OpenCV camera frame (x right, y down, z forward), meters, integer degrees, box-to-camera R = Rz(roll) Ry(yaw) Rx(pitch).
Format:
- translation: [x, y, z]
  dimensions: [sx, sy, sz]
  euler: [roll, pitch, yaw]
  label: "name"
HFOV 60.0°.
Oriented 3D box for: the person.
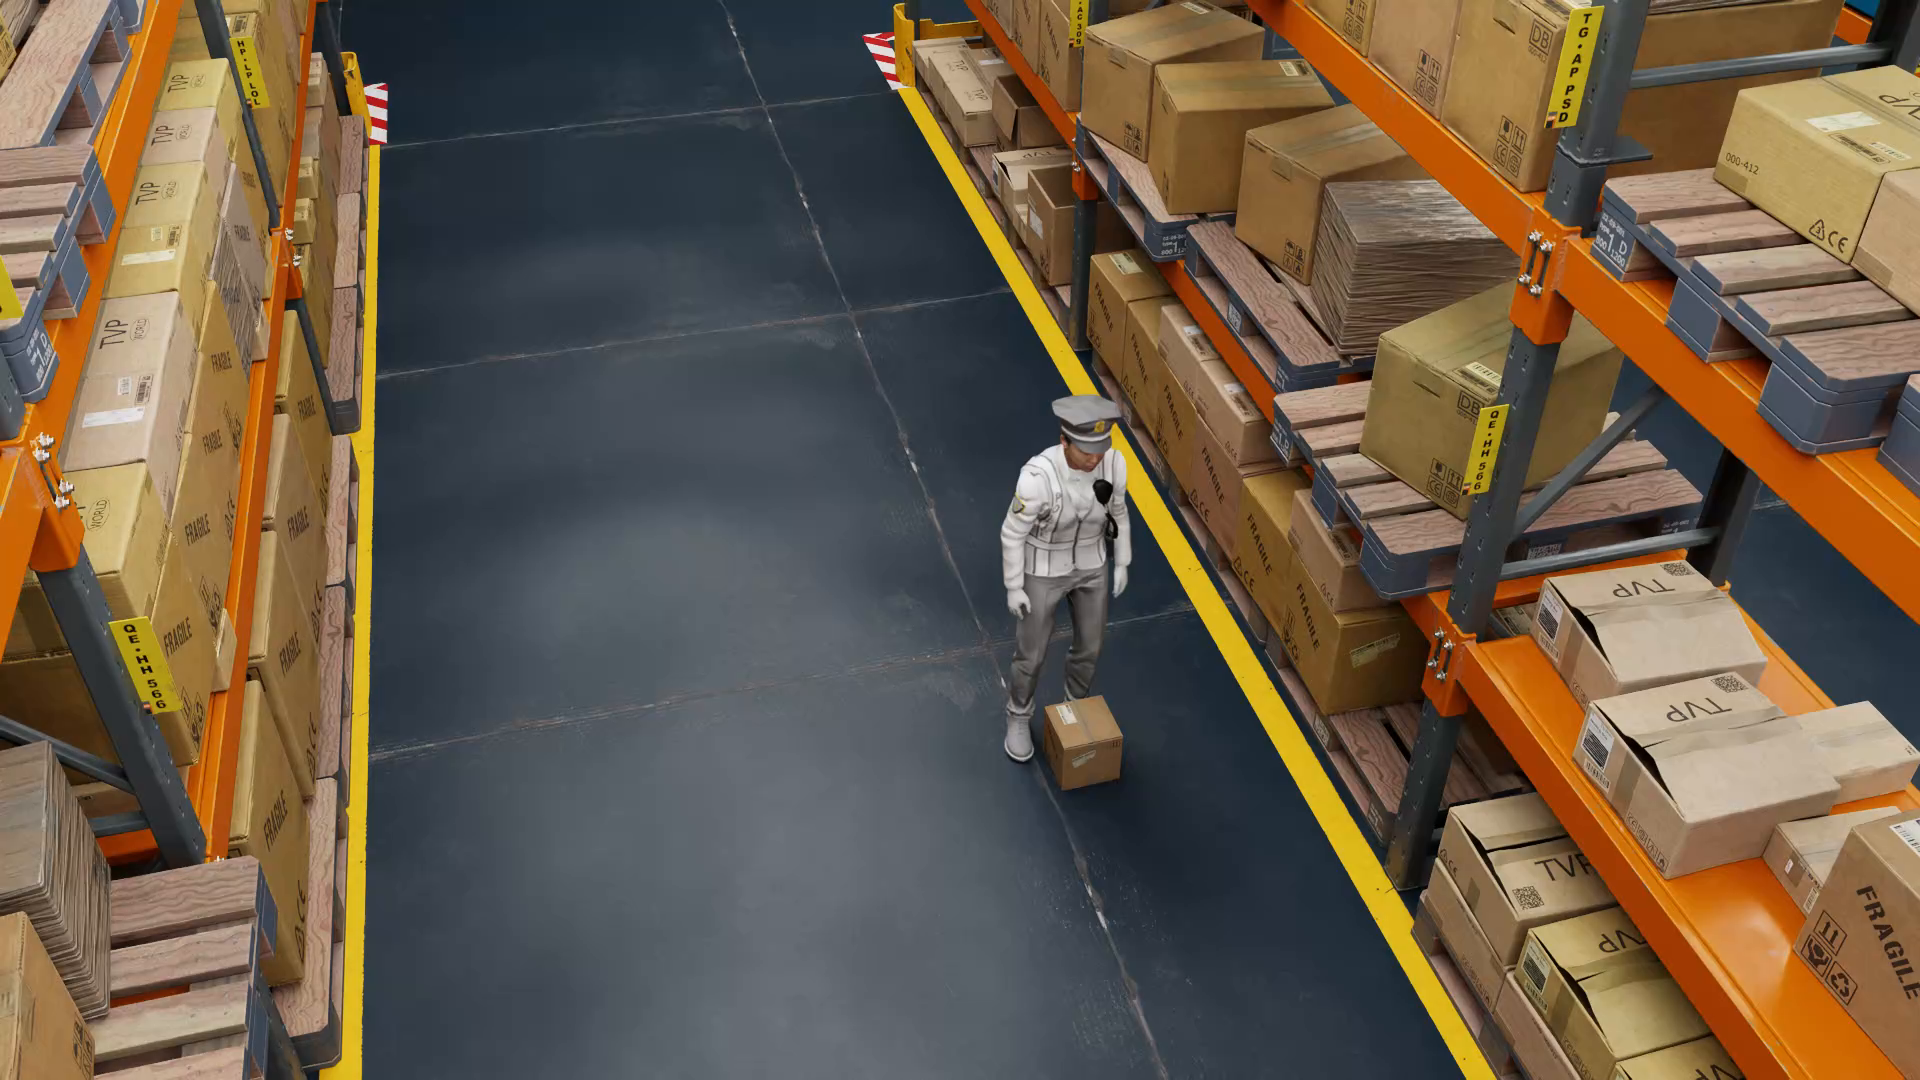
- translation: [0.421, 0.133, 6.540]
  dimensions: [0.542, 1.666, 0.371]
  euler: [-12, 40, -14]
  label: "person"
